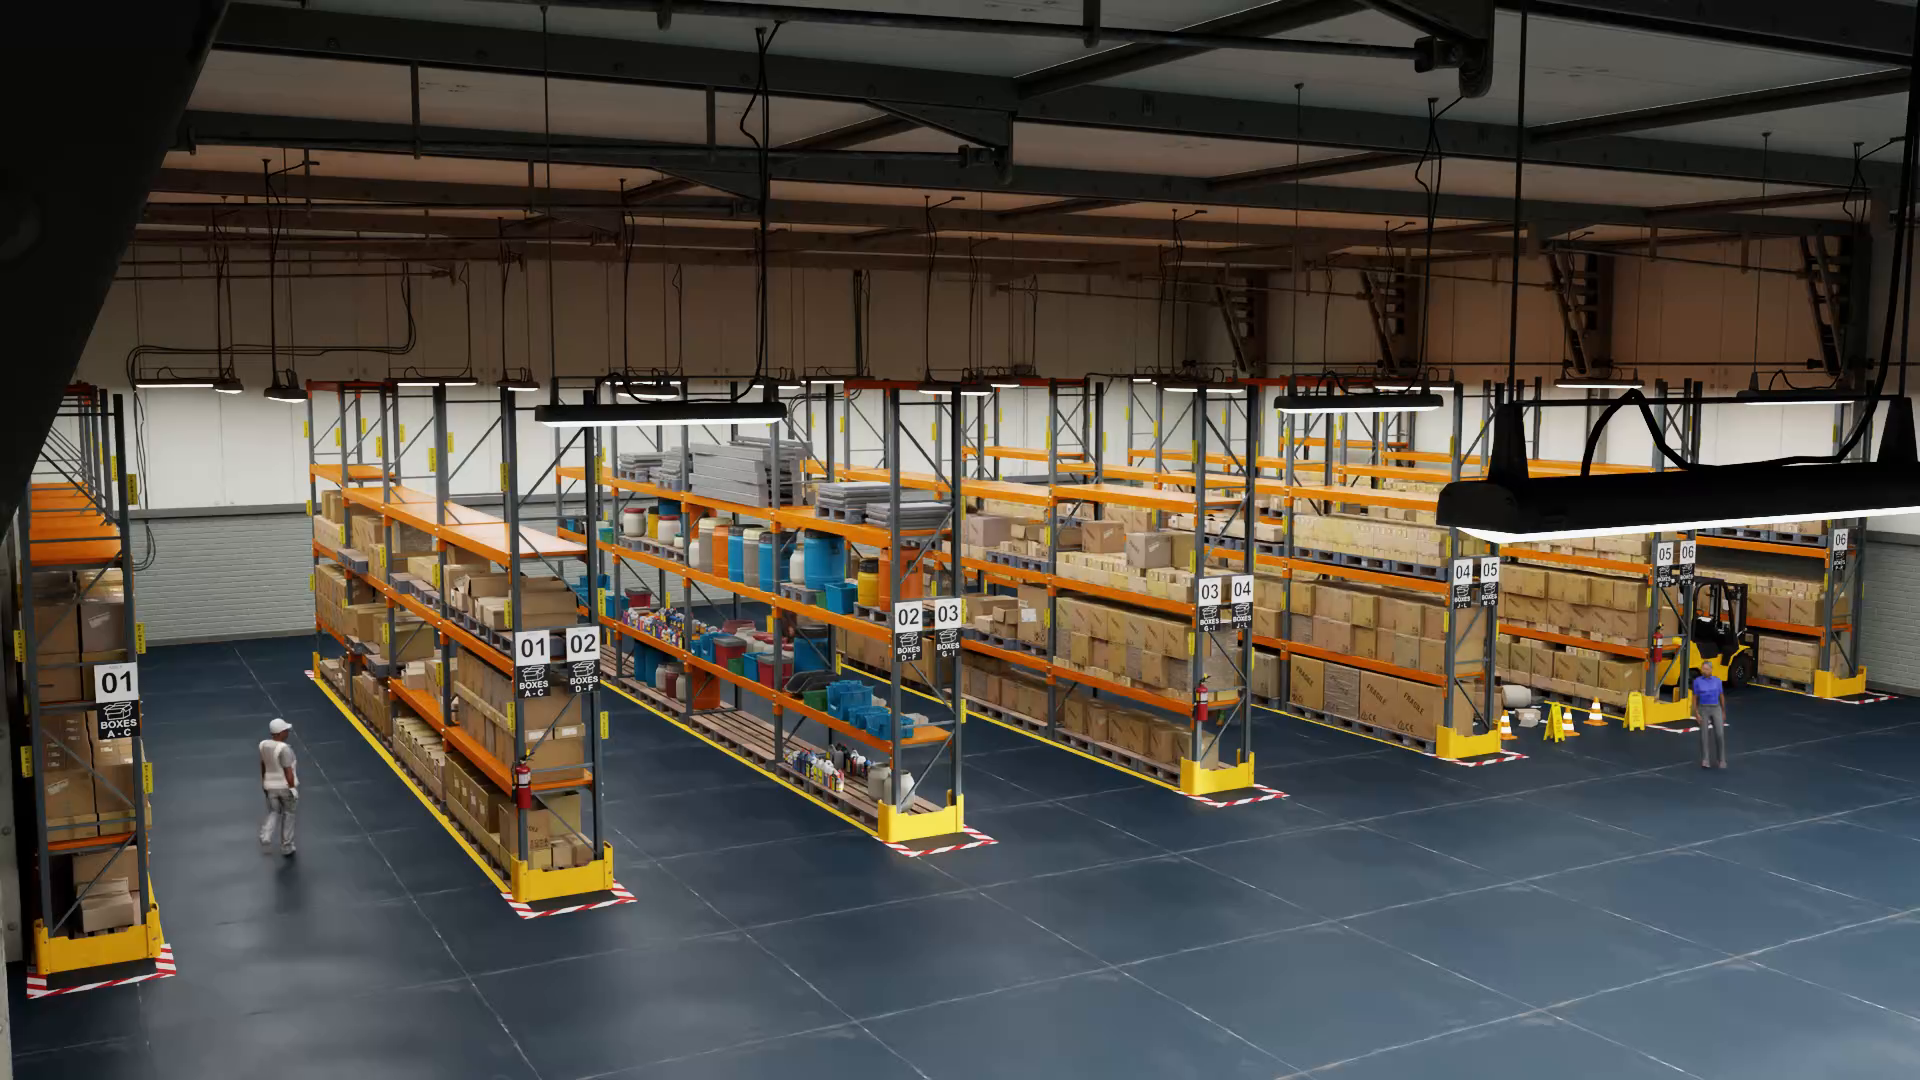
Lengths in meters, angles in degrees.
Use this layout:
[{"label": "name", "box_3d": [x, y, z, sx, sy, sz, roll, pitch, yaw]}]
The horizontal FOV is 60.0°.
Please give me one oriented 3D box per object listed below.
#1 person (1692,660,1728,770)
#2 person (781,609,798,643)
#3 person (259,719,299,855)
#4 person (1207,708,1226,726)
[{"label": "person", "box_3d": [11.788, 2.752, 26.129, 0.555, 1.689, 0.344, 2, 6, 20]}, {"label": "person", "box_3d": [-3.472, 1.781, 34.496, 0.572, 1.801, 0.614, -2, 6, -16]}, {"label": "person", "box_3d": [-8.741, 3.171, 21.292, 0.538, 1.779, 0.610, 1, 6, 5]}, {"label": "person", "box_3d": [4.495, 2.327, 29.230, 0.489, 1.789, 0.628, -6, 8, -44]}]
